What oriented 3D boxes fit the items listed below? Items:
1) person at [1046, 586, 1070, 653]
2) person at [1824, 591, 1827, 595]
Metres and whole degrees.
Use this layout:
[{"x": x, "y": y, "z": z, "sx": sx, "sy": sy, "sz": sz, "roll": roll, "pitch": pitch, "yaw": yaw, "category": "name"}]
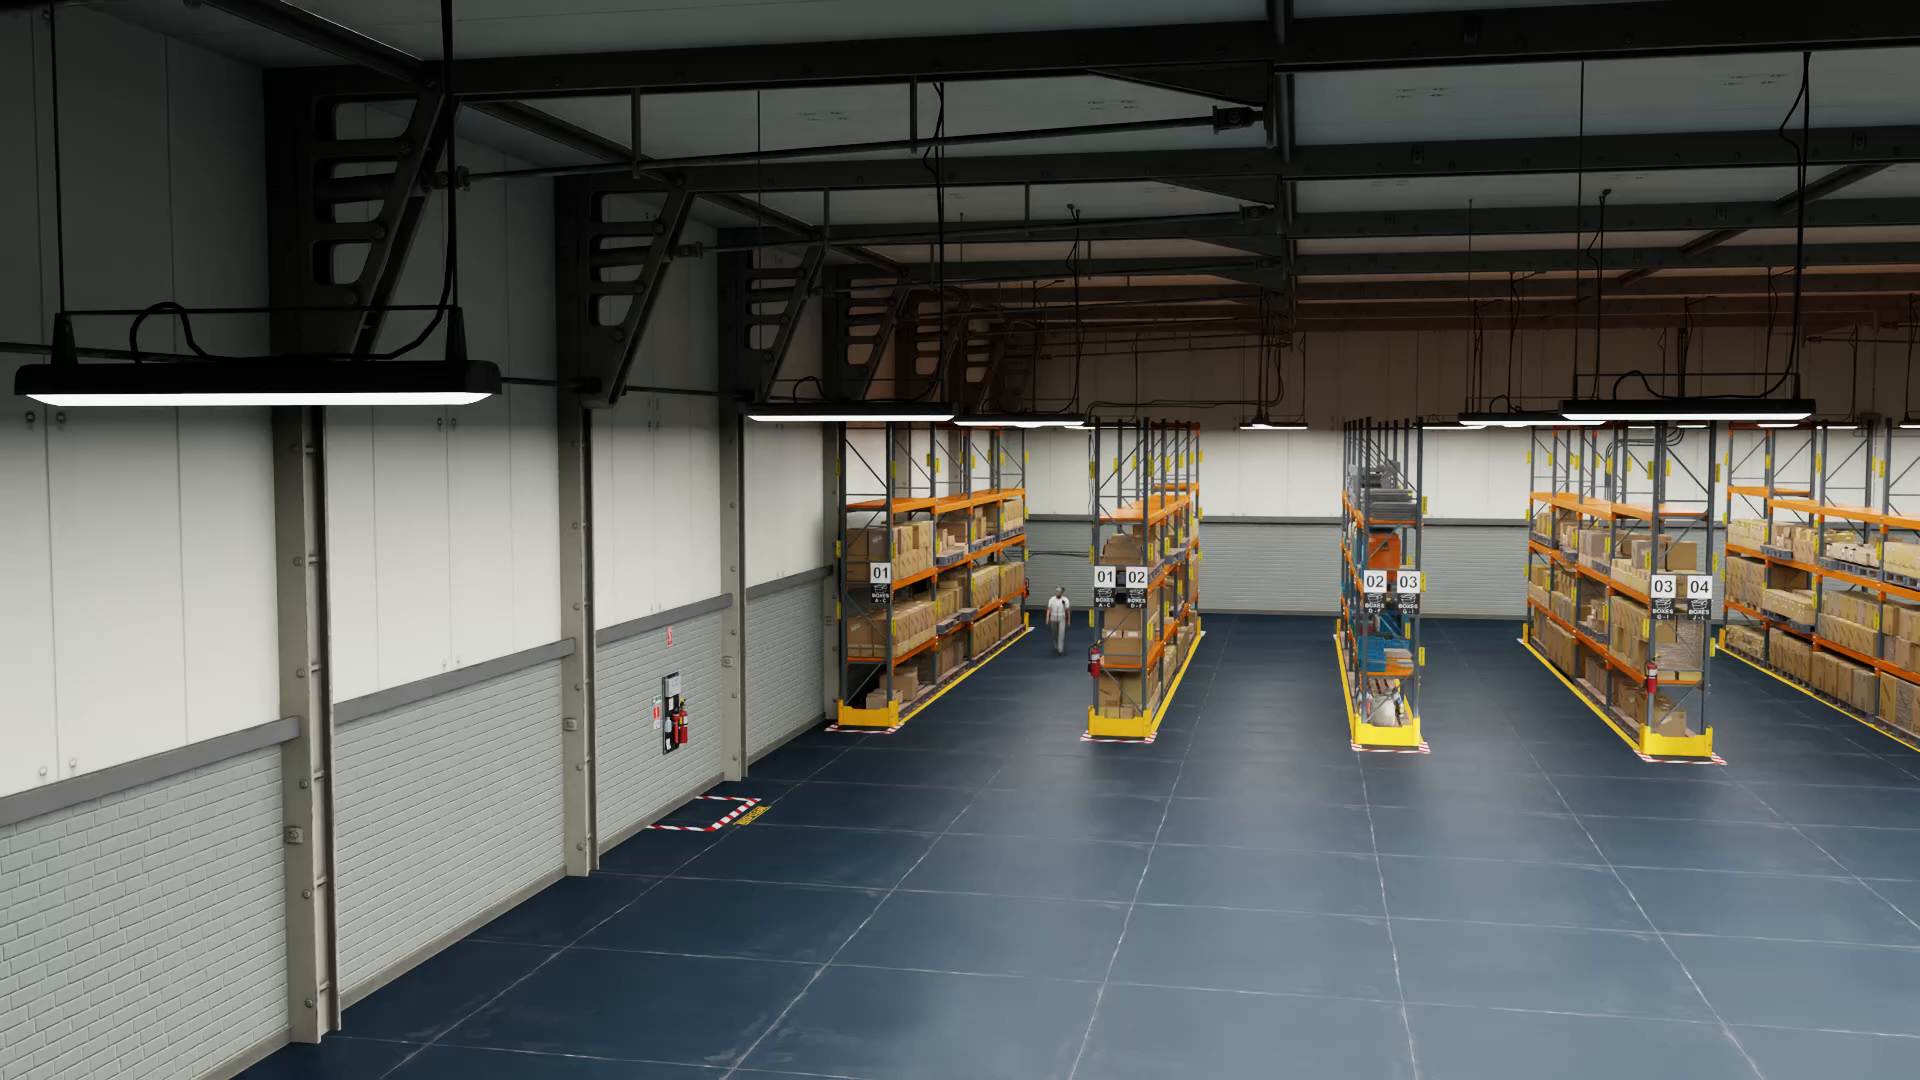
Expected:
[{"x": 2.551, "y": 2.051, "z": 43.186, "sx": 0.620, "sy": 1.715, "sz": 1.099, "roll": 1, "pitch": 4, "yaw": 8, "category": "person"}, {"x": 22.343, "y": 2.171, "z": 42.801, "sx": 0.523, "sy": 1.590, "sz": 0.425, "roll": -1, "pitch": 4, "yaw": -13, "category": "person"}]
